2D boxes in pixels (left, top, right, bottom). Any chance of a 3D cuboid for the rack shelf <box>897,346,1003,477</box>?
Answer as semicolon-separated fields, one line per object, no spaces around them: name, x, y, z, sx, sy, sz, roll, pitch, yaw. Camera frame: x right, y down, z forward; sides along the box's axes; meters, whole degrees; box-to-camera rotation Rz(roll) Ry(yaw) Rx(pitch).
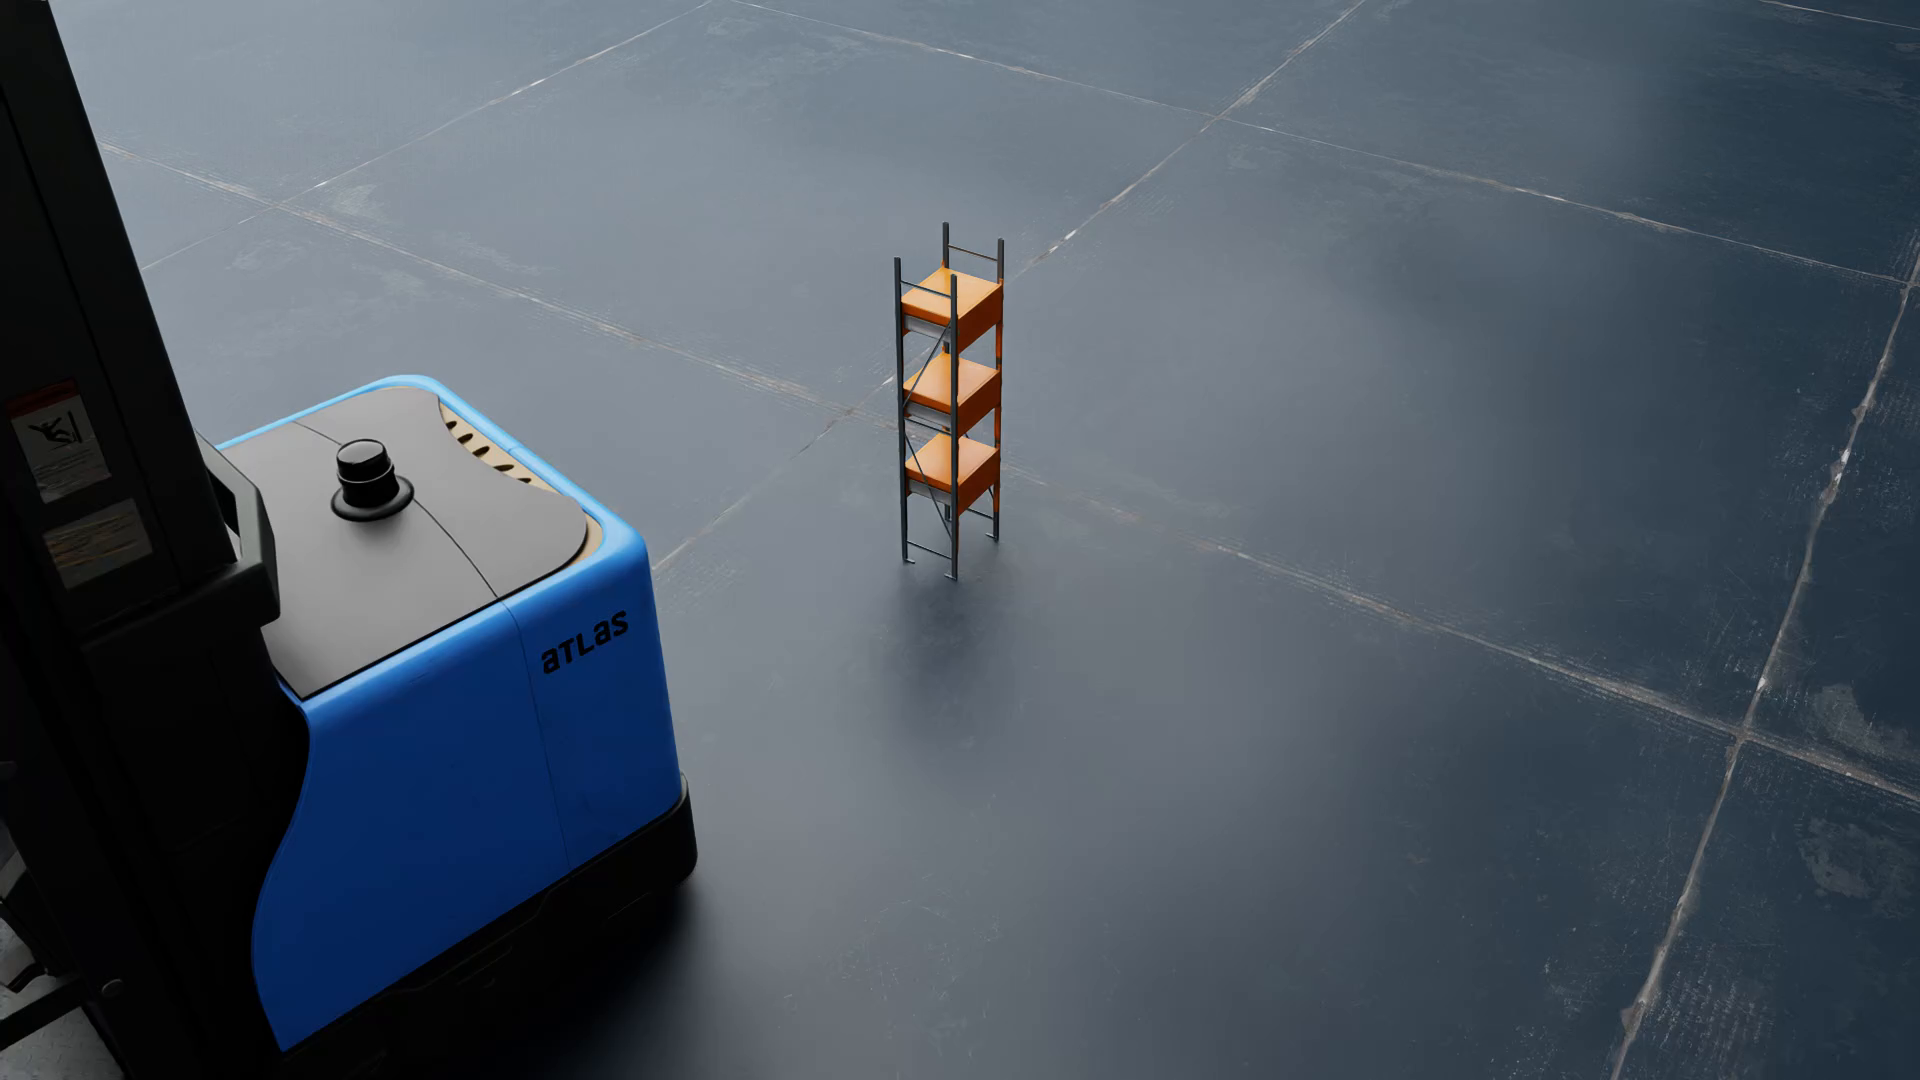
rack shelf;-0.029;-0.380;4.900;0.215;0.259;0.240;21;42;25

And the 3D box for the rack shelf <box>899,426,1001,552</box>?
rack shelf;-0.029;-0.160;5.070;0.215;0.259;0.240;21;42;25

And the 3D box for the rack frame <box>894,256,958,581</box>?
rack frame;-0.094;-0.325;4.812;0.200;1.050;0.008;21;42;25

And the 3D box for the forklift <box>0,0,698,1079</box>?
forklift;-2.061;0.097;2.723;3.031;2.935;1.130;-30;47;-33

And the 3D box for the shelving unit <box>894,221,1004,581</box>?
shelving unit;-0.029;-0.388;4.894;0.215;1.050;0.252;21;42;25

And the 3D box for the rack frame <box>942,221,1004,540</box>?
rack frame;0.037;-0.451;4.975;0.200;1.050;0.008;21;42;25

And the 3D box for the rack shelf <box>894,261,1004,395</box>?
rack shelf;-0.029;-0.605;4.727;0.215;0.259;0.240;21;42;25
